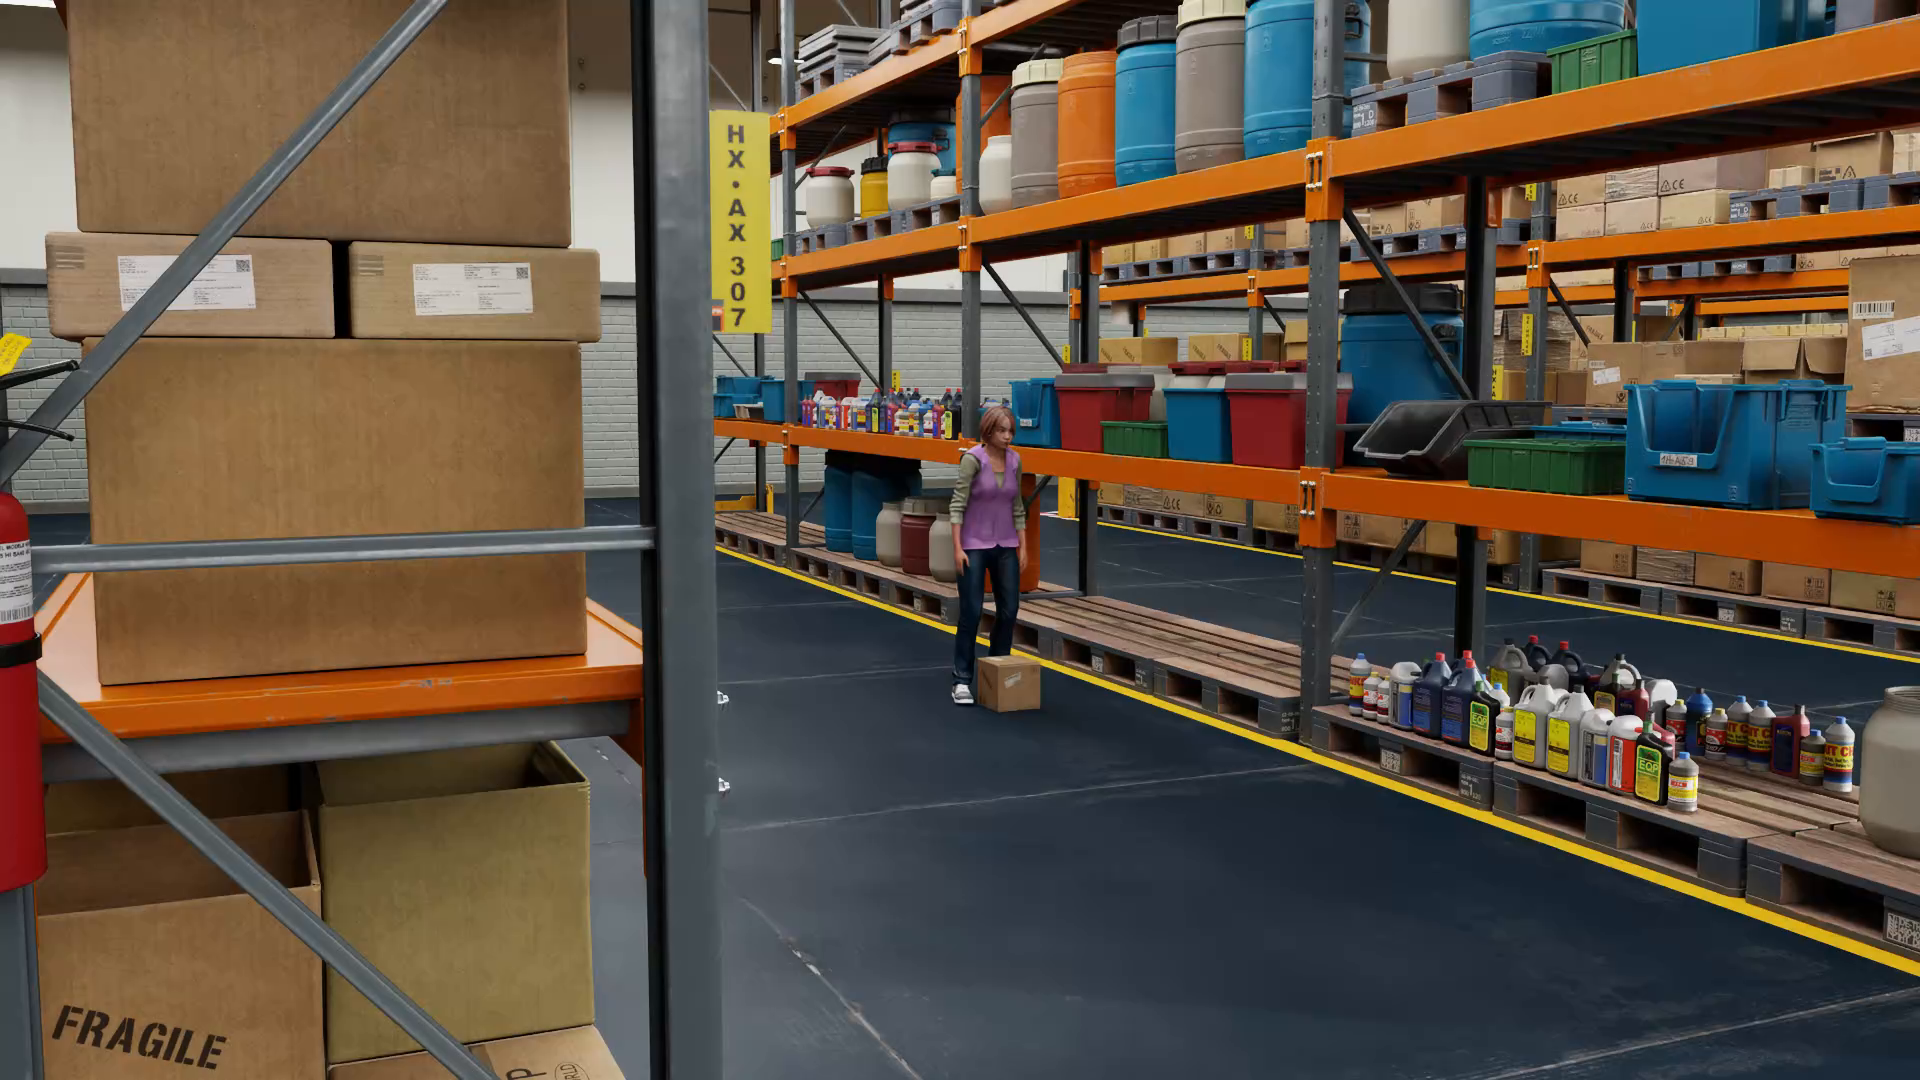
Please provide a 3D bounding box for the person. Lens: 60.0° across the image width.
[{"bbox_3d":[0.155,0.073,8.984,0.477,1.591,0.345,-3,6,-27],"label":"person"}]
